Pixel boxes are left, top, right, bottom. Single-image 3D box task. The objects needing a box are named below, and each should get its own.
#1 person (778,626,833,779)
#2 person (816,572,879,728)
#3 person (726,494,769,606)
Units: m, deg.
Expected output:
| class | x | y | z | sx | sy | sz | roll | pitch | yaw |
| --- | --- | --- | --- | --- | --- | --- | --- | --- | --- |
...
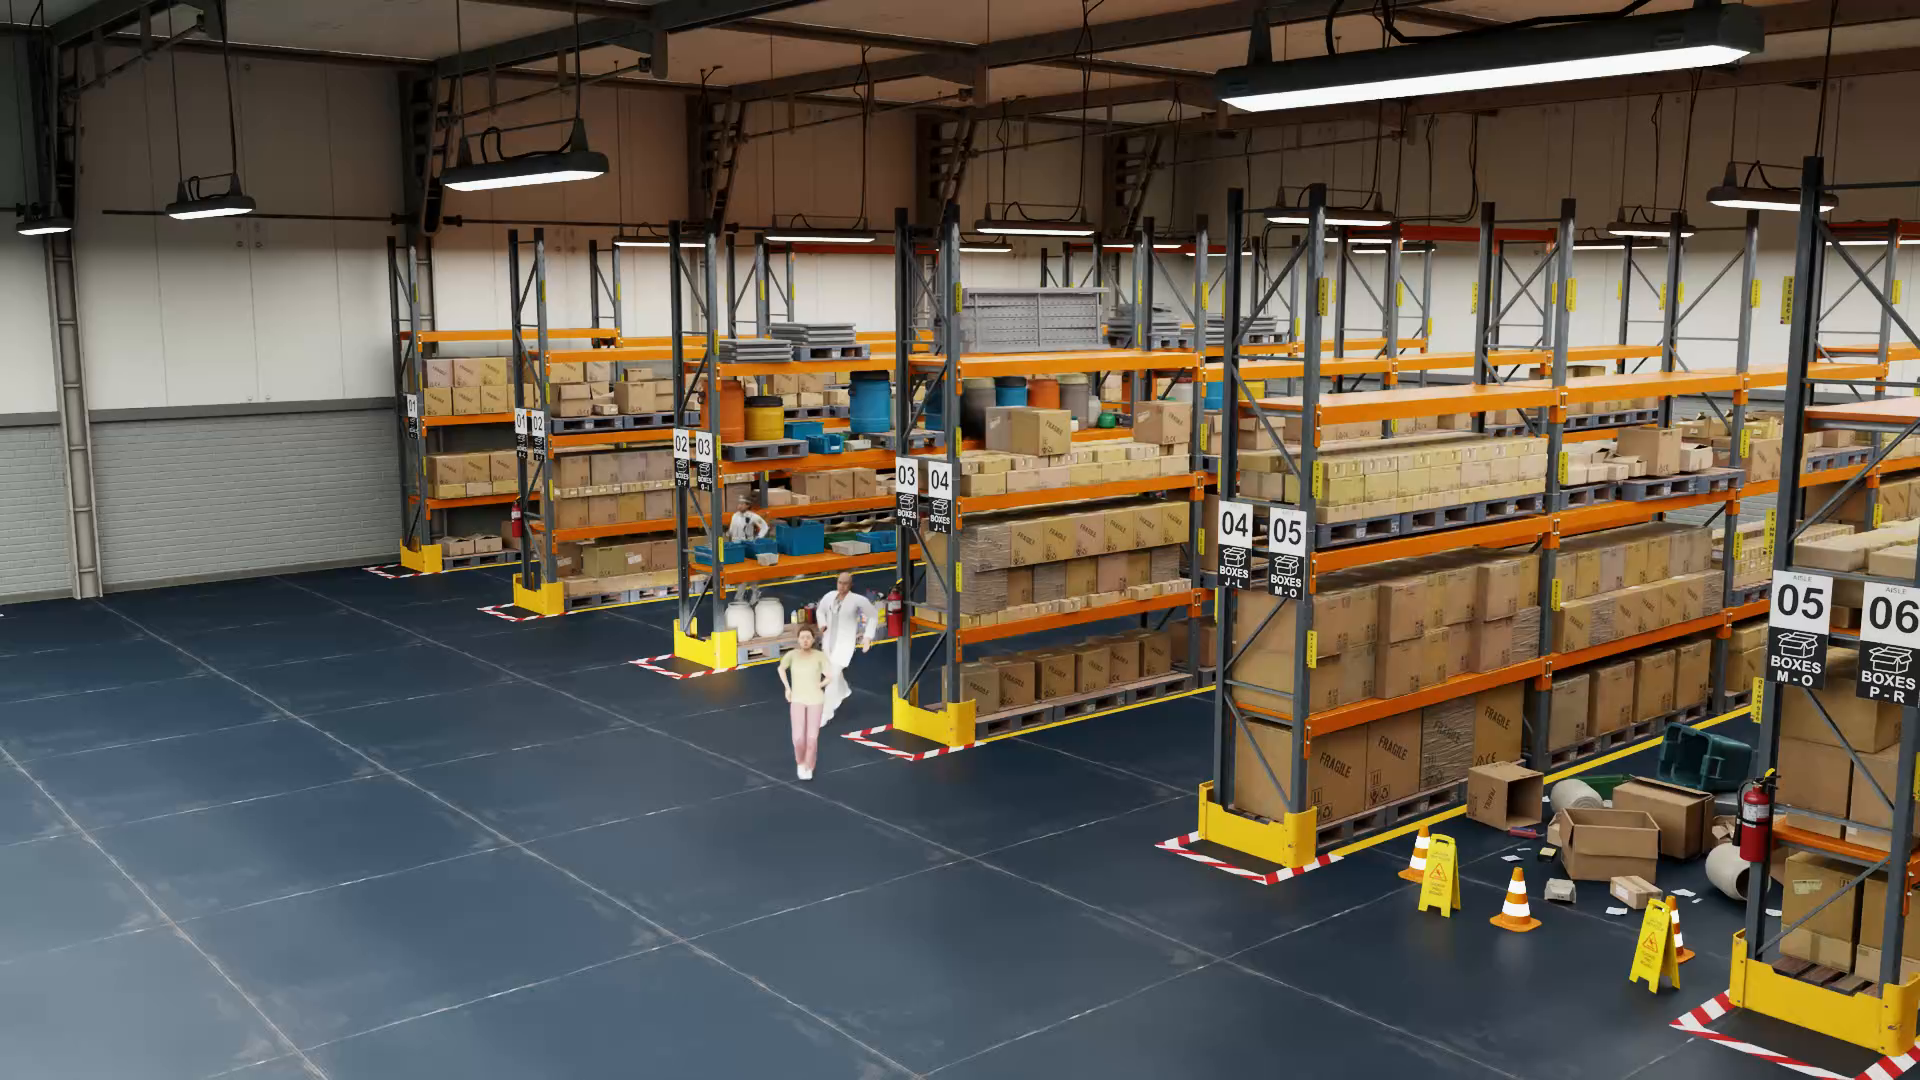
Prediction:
| class | x | y | z | sx | sy | sz | roll | pitch | yaw |
| --- | --- | --- | --- | --- | --- | --- | --- | --- | --- |
| person | -1.609 | 1.707 | 17.315 | 0.584 | 1.632 | 0.541 | 0 | 9 | -3 |
| person | -1.388 | 1.294 | 19.742 | 0.770 | 1.741 | 0.958 | 5 | 10 | 30 |
| person | -3.267 | 0.169 | 25.140 | 0.616 | 1.743 | 0.818 | 6 | 10 | 33 |
